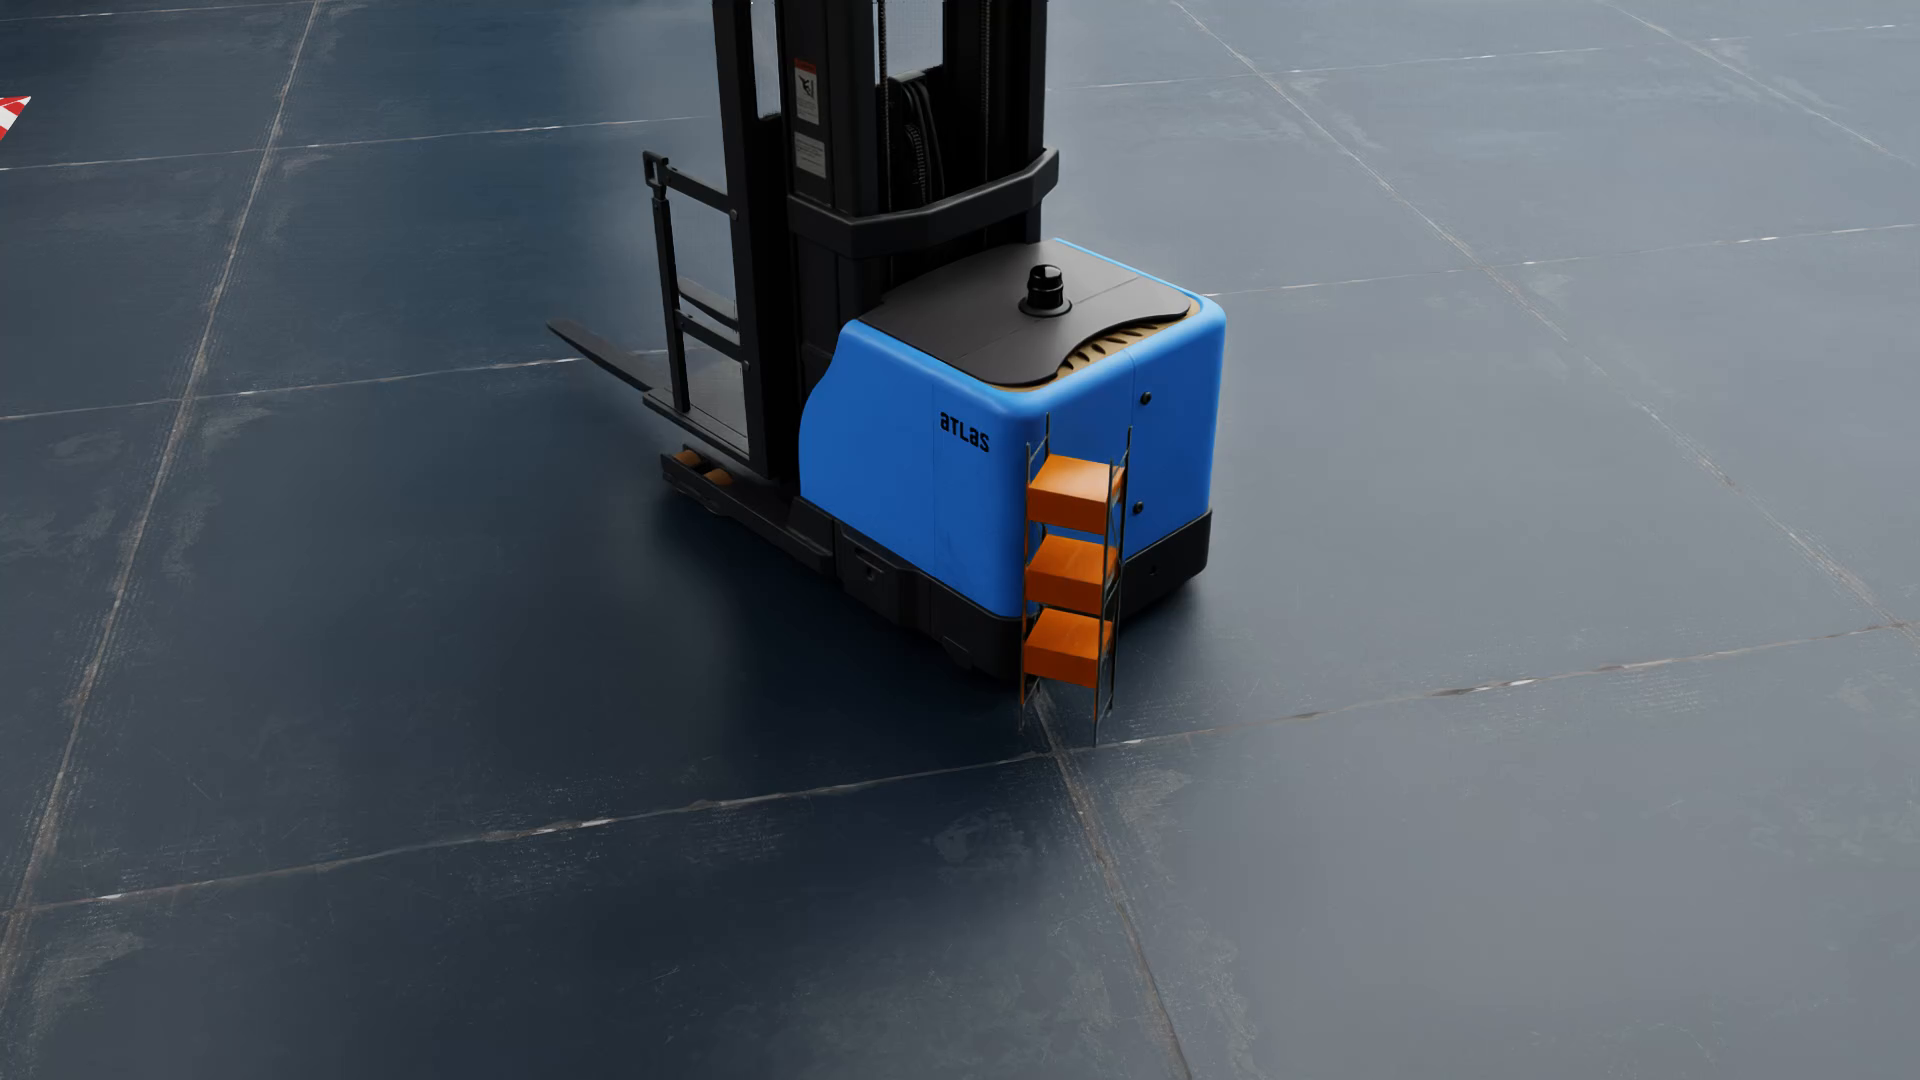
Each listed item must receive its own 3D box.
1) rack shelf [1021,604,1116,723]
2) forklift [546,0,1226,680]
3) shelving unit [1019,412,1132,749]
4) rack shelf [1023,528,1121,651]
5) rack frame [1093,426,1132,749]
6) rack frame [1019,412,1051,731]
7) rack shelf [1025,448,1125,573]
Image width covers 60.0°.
[{"bbox_3d":[0.339,0.379,5.173,0.240,0.259,0.215,12,36,17],"label":"rack shelf"},{"bbox_3d":[-0.502,-1.493,5.756,1.130,2.935,3.031,-28,43,-35],"label":"forklift"},{"bbox_3d":[0.339,0.139,5.012,0.252,1.050,0.215,12,36,17],"label":"shelving unit"},{"bbox_3d":[0.339,0.148,5.018,0.240,0.259,0.215,12,36,17],"label":"rack shelf"},{"bbox_3d":[0.454,0.163,4.977,0.008,1.050,0.200,12,36,17],"label":"rack frame"},{"bbox_3d":[0.225,0.116,5.048,0.008,1.050,0.200,12,36,17],"label":"rack frame"},{"bbox_3d":[0.339,-0.087,4.860,0.240,0.259,0.215,12,36,17],"label":"rack shelf"}]
